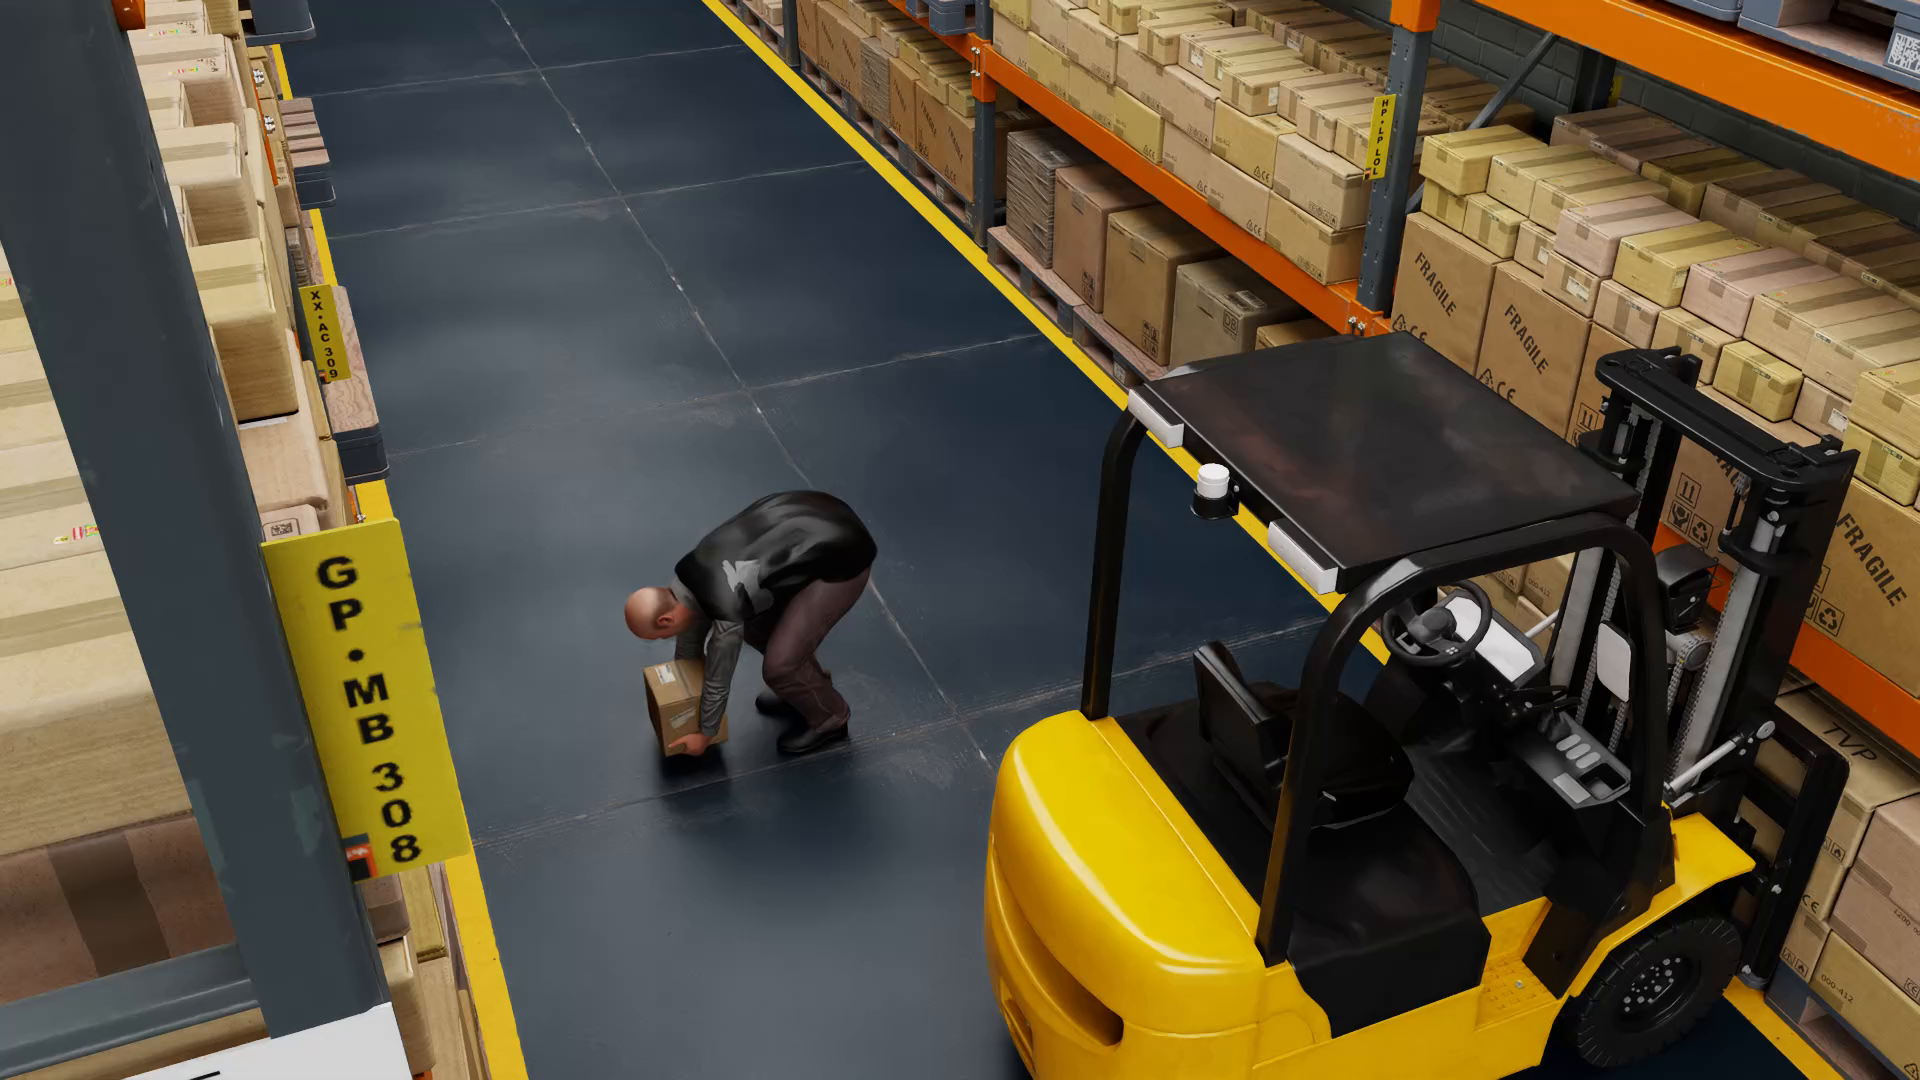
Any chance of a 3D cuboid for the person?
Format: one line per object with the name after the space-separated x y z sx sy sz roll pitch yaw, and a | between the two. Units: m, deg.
-0.781 0.338 6.291 0.948 1.014 0.503 -15 36 -21 | person
